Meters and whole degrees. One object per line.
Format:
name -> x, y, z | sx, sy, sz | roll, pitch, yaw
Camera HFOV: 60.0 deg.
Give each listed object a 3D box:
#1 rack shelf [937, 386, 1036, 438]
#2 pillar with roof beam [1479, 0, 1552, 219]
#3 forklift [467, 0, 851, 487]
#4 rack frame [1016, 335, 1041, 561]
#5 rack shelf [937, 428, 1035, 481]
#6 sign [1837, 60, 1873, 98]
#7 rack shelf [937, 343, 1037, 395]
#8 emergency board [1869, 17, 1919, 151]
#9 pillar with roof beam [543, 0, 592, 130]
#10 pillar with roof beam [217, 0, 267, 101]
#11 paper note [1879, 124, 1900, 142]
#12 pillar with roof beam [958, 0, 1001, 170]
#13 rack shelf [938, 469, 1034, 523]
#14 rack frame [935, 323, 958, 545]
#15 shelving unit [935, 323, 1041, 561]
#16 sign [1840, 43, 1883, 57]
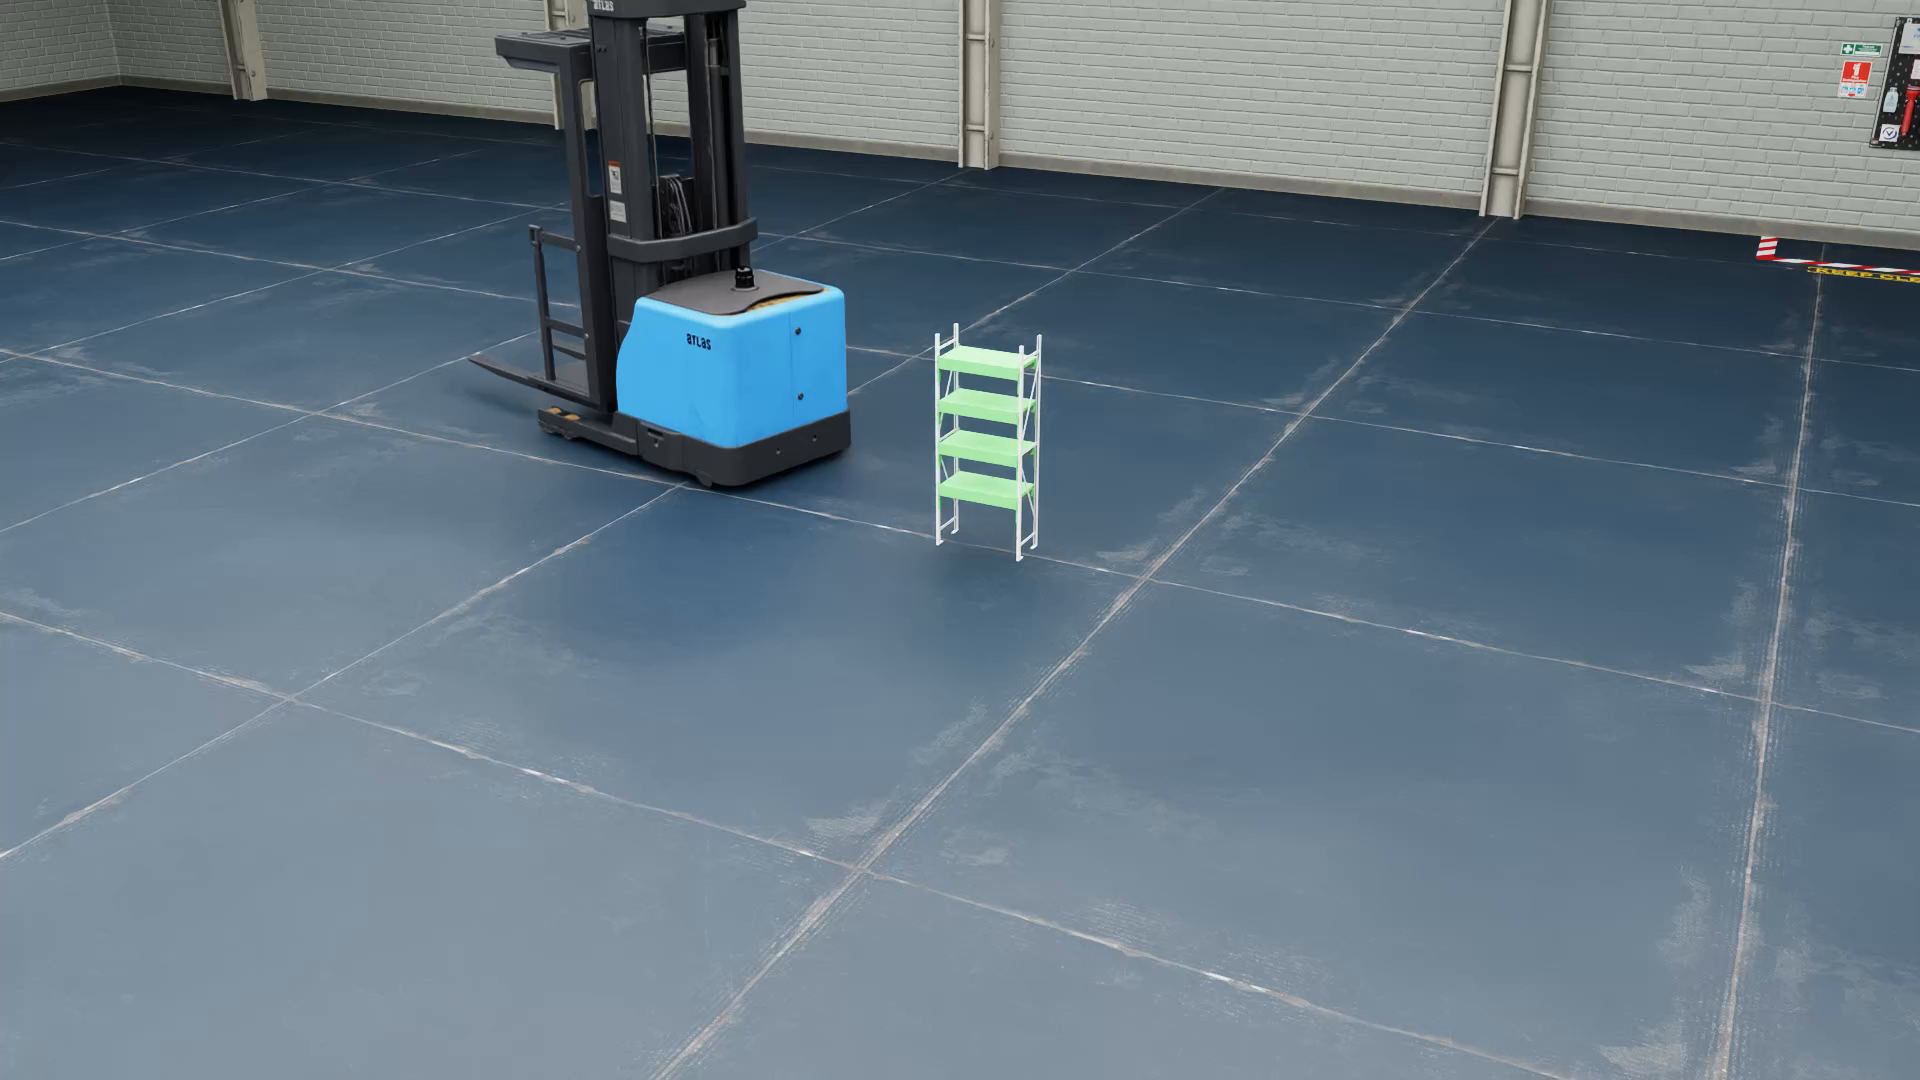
rack shelf -> 0.148, -0.685, 8.878 | 0.480, 0.148, 0.258 | 11, 25, 25
pillar with roof beam -> 3.636, -5.991, 11.838 | 0.400, 9.000, 9.100 | 11, 25, 25
forklift -> -2.122, -2.130, 10.514 | 3.031, 2.935, 1.130 | 19, 30, 38
rack frame -> 0.365, -0.480, 8.845 | 0.015, 1.200, 0.240 | 11, 25, 25
rack shelf -> 0.148, -0.464, 8.971 | 0.480, 0.148, 0.258 | 11, 25, 25
sign -> 8.298, -4.274, 15.421 | 0.234, 0.329, 0.001 | 11, 25, 25
rack shelf -> 0.148, -0.906, 8.784 | 0.480, 0.148, 0.258 | 11, 25, 25
emergency board -> 8.745, -4.124, 15.113 | 0.643, 1.169, 0.194 | 11, 25, 25
pillar with roof beam -> -7.073, -8.109, 16.820 | 0.400, 9.000, 9.100 | 11, 25, 25
pillar with roof beam -> -12.427, -9.169, 19.312 | 0.400, 9.000, 9.100 | 11, 25, 25
paper note -> 8.618, -3.774, 15.416 | 0.142, 0.148, 0.016 | 11, 25, 25
pillar with roof beam -> -1.718, -7.050, 14.329 | 0.400, 9.000, 9.100 | 11, 25, 25
rack shelf -> 0.148, -0.243, 9.065 | 0.480, 0.148, 0.258 | 11, 25, 25
rack frame -> -0.070, -0.566, 9.048 | 0.015, 1.200, 0.240 | 11, 25, 25
shelving unit -> 0.148, -0.523, 8.946 | 0.503, 1.200, 0.258 | 11, 25, 25
sign -> 8.298, -4.514, 15.308 | 0.331, 0.109, 0.001 | 11, 25, 25
